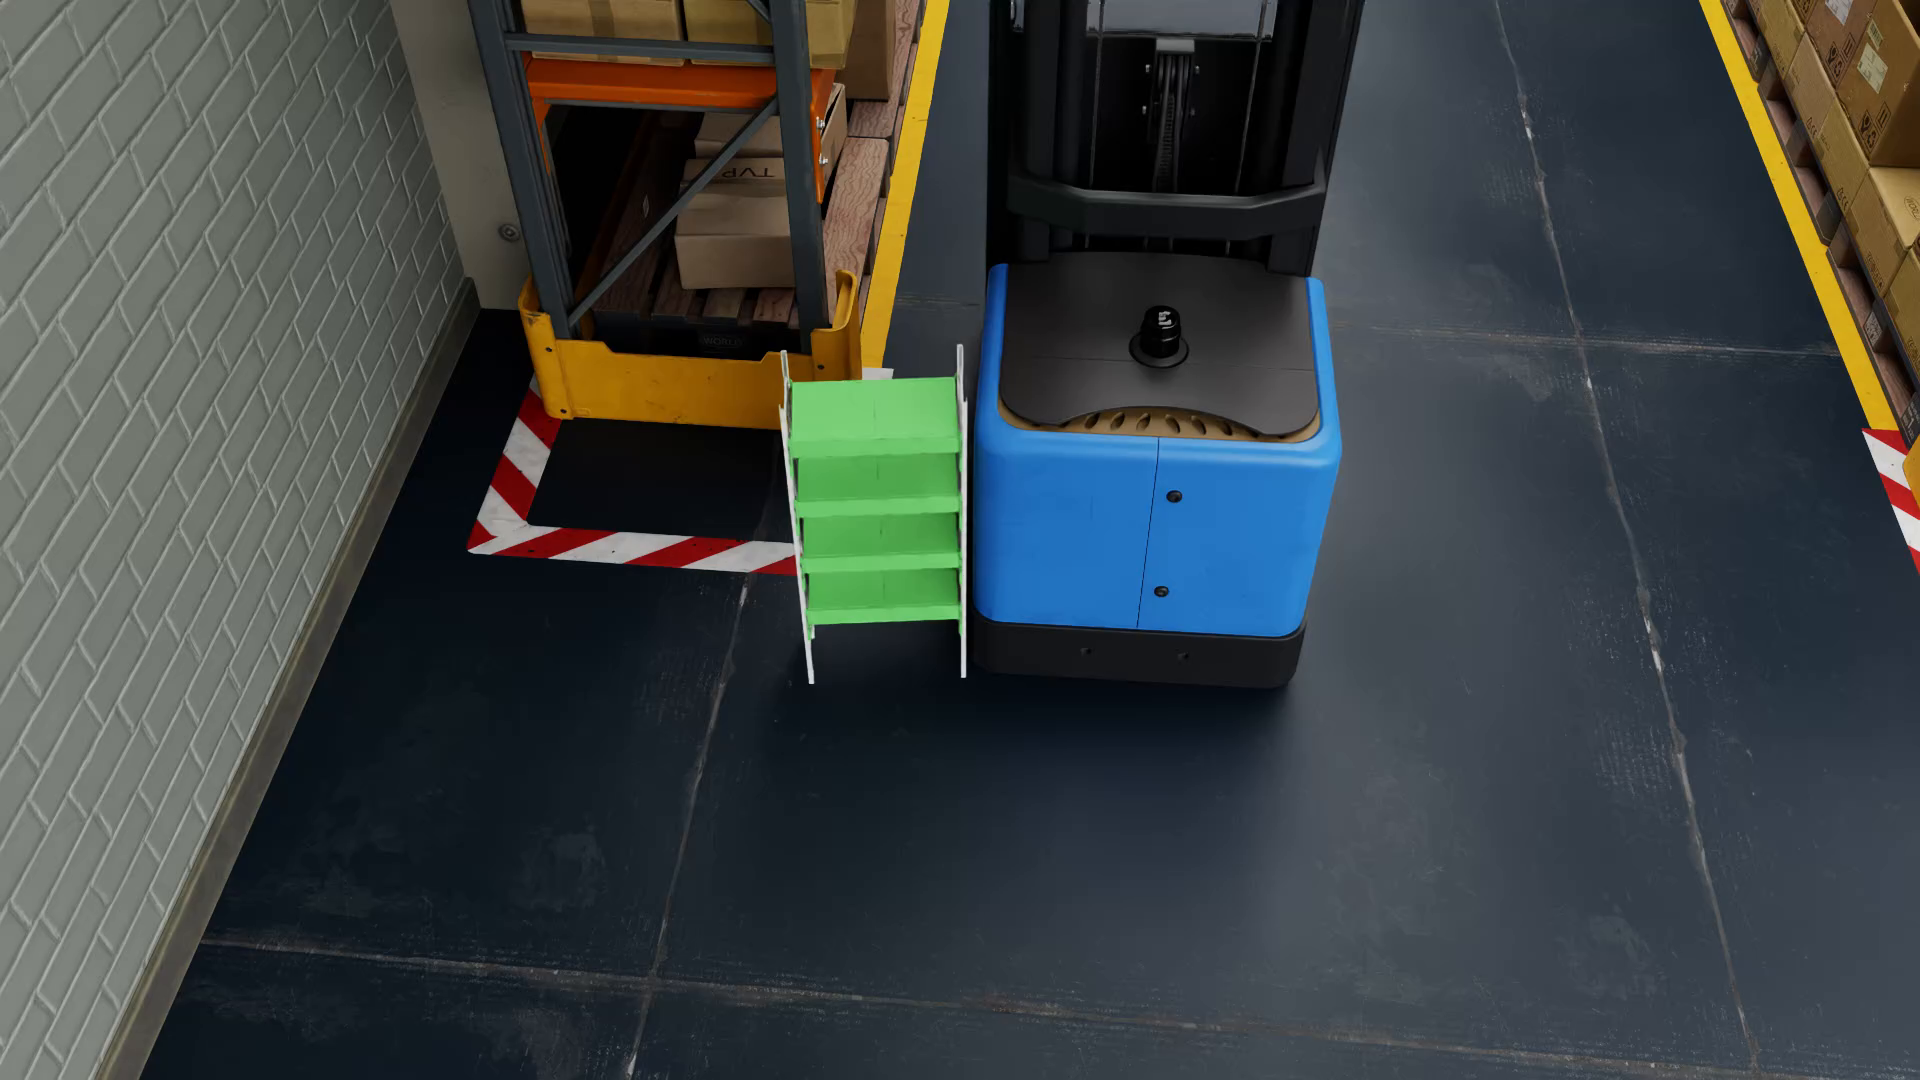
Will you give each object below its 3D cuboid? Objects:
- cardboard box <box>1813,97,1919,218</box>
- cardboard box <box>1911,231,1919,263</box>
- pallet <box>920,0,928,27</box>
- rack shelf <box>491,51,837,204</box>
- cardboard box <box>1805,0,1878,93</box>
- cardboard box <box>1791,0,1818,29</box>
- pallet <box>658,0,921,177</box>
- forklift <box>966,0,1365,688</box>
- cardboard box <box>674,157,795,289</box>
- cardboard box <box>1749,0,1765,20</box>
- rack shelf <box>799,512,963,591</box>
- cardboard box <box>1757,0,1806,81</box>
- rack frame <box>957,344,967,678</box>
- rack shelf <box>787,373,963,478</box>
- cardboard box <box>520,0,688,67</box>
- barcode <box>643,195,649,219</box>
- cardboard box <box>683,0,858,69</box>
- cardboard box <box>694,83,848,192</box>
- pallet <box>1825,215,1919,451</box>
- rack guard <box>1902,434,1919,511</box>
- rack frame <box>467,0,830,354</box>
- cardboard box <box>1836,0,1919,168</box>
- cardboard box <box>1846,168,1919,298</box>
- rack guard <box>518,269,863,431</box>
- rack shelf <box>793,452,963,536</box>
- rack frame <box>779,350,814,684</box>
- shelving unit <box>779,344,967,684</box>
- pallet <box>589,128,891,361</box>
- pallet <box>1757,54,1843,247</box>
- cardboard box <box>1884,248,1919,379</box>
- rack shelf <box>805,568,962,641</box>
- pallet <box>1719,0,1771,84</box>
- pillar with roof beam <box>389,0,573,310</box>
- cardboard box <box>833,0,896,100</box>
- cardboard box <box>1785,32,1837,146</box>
[{"bbox_3d":[3.799,-1.532,6.697,0.500,0.250,0.500,4,48,4],"label":"cardboard box"},{"bbox_3d":[3.720,-1.049,5.747,0.500,0.500,0.500,4,48,4],"label":"cardboard box"},{"bbox_3d":[-0.628,-3.001,8.352,1.003,0.211,1.213,4,48,4],"label":"pallet"},{"bbox_3d":[-0.784,-2.725,6.698,1.077,0.370,4.000,4,48,4],"label":"rack shelf"},{"bbox_3d":[3.843,-2.152,6.756,0.500,0.500,0.500,4,48,4],"label":"cardboard box"},{"bbox_3d":[3.887,-2.520,7.093,0.500,0.500,0.500,4,48,4],"label":"cardboard box"},{"bbox_3d":[-0.736,-2.102,7.529,1.003,0.211,1.213,4,48,4],"label":"pallet"},{"bbox_3d":[0.648,-1.611,5.237,1.130,2.935,3.031,3,48,3],"label":"forklift"},{"bbox_3d":[-0.814,-1.242,6.377,0.500,0.311,0.500,-1,48,-1],"label":"cardboard box"},{"bbox_3d":[3.937,-2.634,7.705,0.500,0.250,0.500,4,48,4],"label":"cardboard box"},{"bbox_3d":[-0.238,0.002,5.022,0.480,0.148,0.258,-2,48,-2],"label":"rack shelf"},{"bbox_3d":[3.886,-2.267,7.369,0.500,0.250,0.500,4,48,4],"label":"cardboard box"},{"bbox_3d":[0.005,-0.050,4.983,0.015,1.200,0.240,-2,48,-2],"label":"rack frame"},{"bbox_3d":[-0.238,-0.322,4.667,0.480,0.148,0.258,-2,48,-2],"label":"rack shelf"},{"bbox_3d":[-1.117,-1.811,5.462,0.500,0.250,0.500,4,48,4],"label":"cardboard box"},{"bbox_3d":[-1.210,-1.285,6.411,0.001,0.075,0.075,4,48,4],"label":"barcode"},{"bbox_3d":[-0.606,-1.792,5.444,0.500,0.250,0.500,3,48,2],"label":"cardboard box"},{"bbox_3d":[-0.762,-1.661,6.760,0.500,0.311,0.500,7,48,7],"label":"cardboard box"},{"bbox_3d":[3.995,-0.792,6.331,1.003,0.211,1.213,4,48,4],"label":"pallet"},{"bbox_3d":[3.965,-0.307,5.692,1.175,0.500,0.348,4,48,4],"label":"rack guard"},{"bbox_3d":[-0.966,-1.499,5.088,1.000,3.000,0.127,4,48,4],"label":"rack frame"},{"bbox_3d":[3.796,-1.785,6.420,0.500,0.500,0.500,4,48,4],"label":"cardboard box"},{"bbox_3d":[3.755,-1.164,6.361,0.500,0.250,0.500,4,48,4],"label":"cardboard box"},{"bbox_3d":[-0.959,-0.711,6.061,1.175,0.500,0.348,4,48,4],"label":"rack guard"},{"bbox_3d":[-0.238,-0.160,4.844,0.480,0.148,0.258,-2,48,-2],"label":"rack shelf"},{"bbox_3d":[-0.482,-0.032,4.966,0.015,1.200,0.240,-2,48,-2],"label":"rack frame"},{"bbox_3d":[-0.238,-0.041,4.974,0.503,1.200,0.258,-2,48,-2],"label":"shelving unit"},{"bbox_3d":[-0.850,-1.208,6.712,1.003,0.211,1.213,4,48,4],"label":"pallet"},{"bbox_3d":[4.109,-1.686,7.149,1.003,0.211,1.213,4,48,4],"label":"pallet"},{"bbox_3d":[3.722,-0.796,6.024,0.500,0.250,0.500,4,48,4],"label":"cardboard box"},{"bbox_3d":[-0.238,0.164,5.199,0.480,0.148,0.258,-2,48,-2],"label":"rack shelf"},{"bbox_3d":[4.218,-2.585,7.971,1.003,0.211,1.213,4,48,4],"label":"pallet"},{"bbox_3d":[2.523,-3.806,3.133,9.100,9.000,0.400,4,48,4],"label":"pillar with roof beam"},{"bbox_3d":[-0.645,-2.260,7.181,0.700,0.500,0.500,1,48,1],"label":"cardboard box"},{"bbox_3d":[3.847,-1.899,7.033,0.500,0.250,0.500,4,48,4],"label":"cardboard box"}]
